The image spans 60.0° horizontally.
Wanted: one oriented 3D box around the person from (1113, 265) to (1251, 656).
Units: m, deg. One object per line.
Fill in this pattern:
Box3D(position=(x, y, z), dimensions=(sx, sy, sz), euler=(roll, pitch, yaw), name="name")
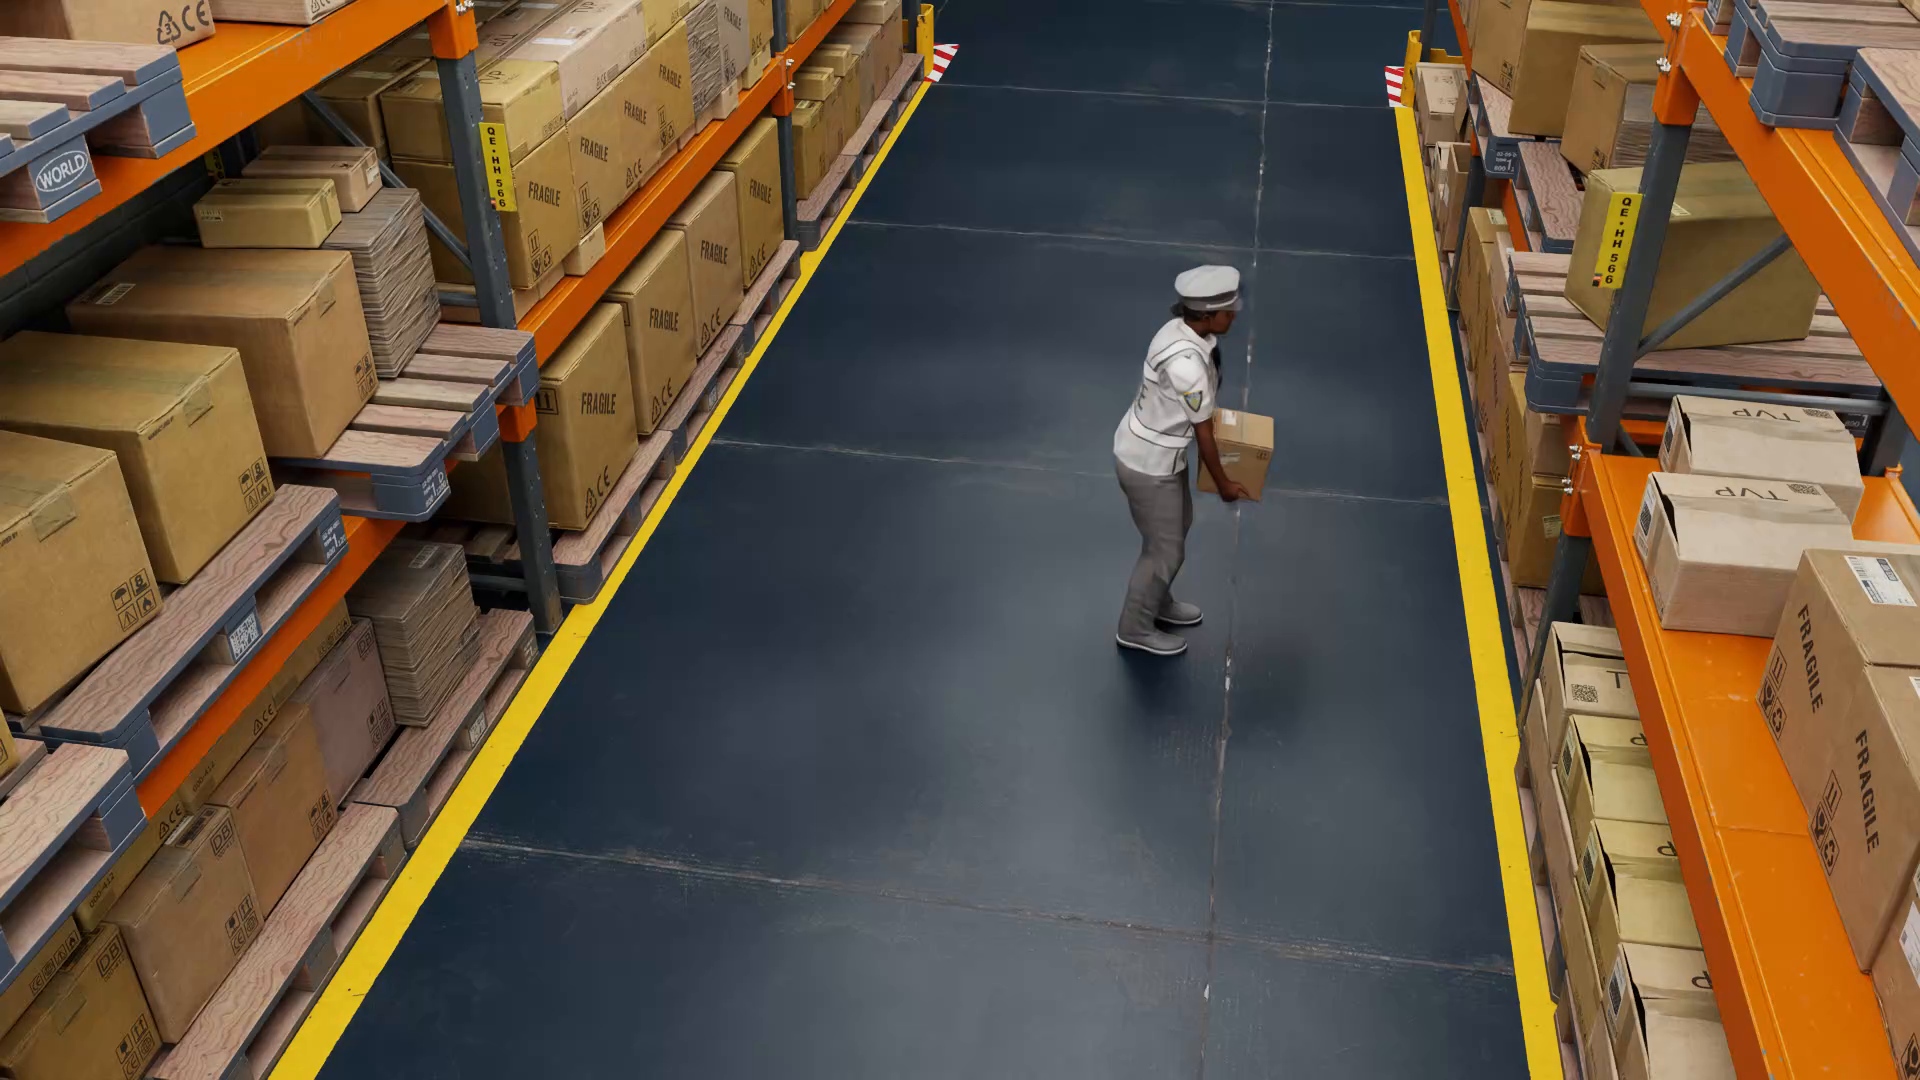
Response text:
Box3D(position=(0.887, -0.306, 6.642), dimensions=(0.554, 1.646, 0.416), euler=(5, 33, 7), name="person")
